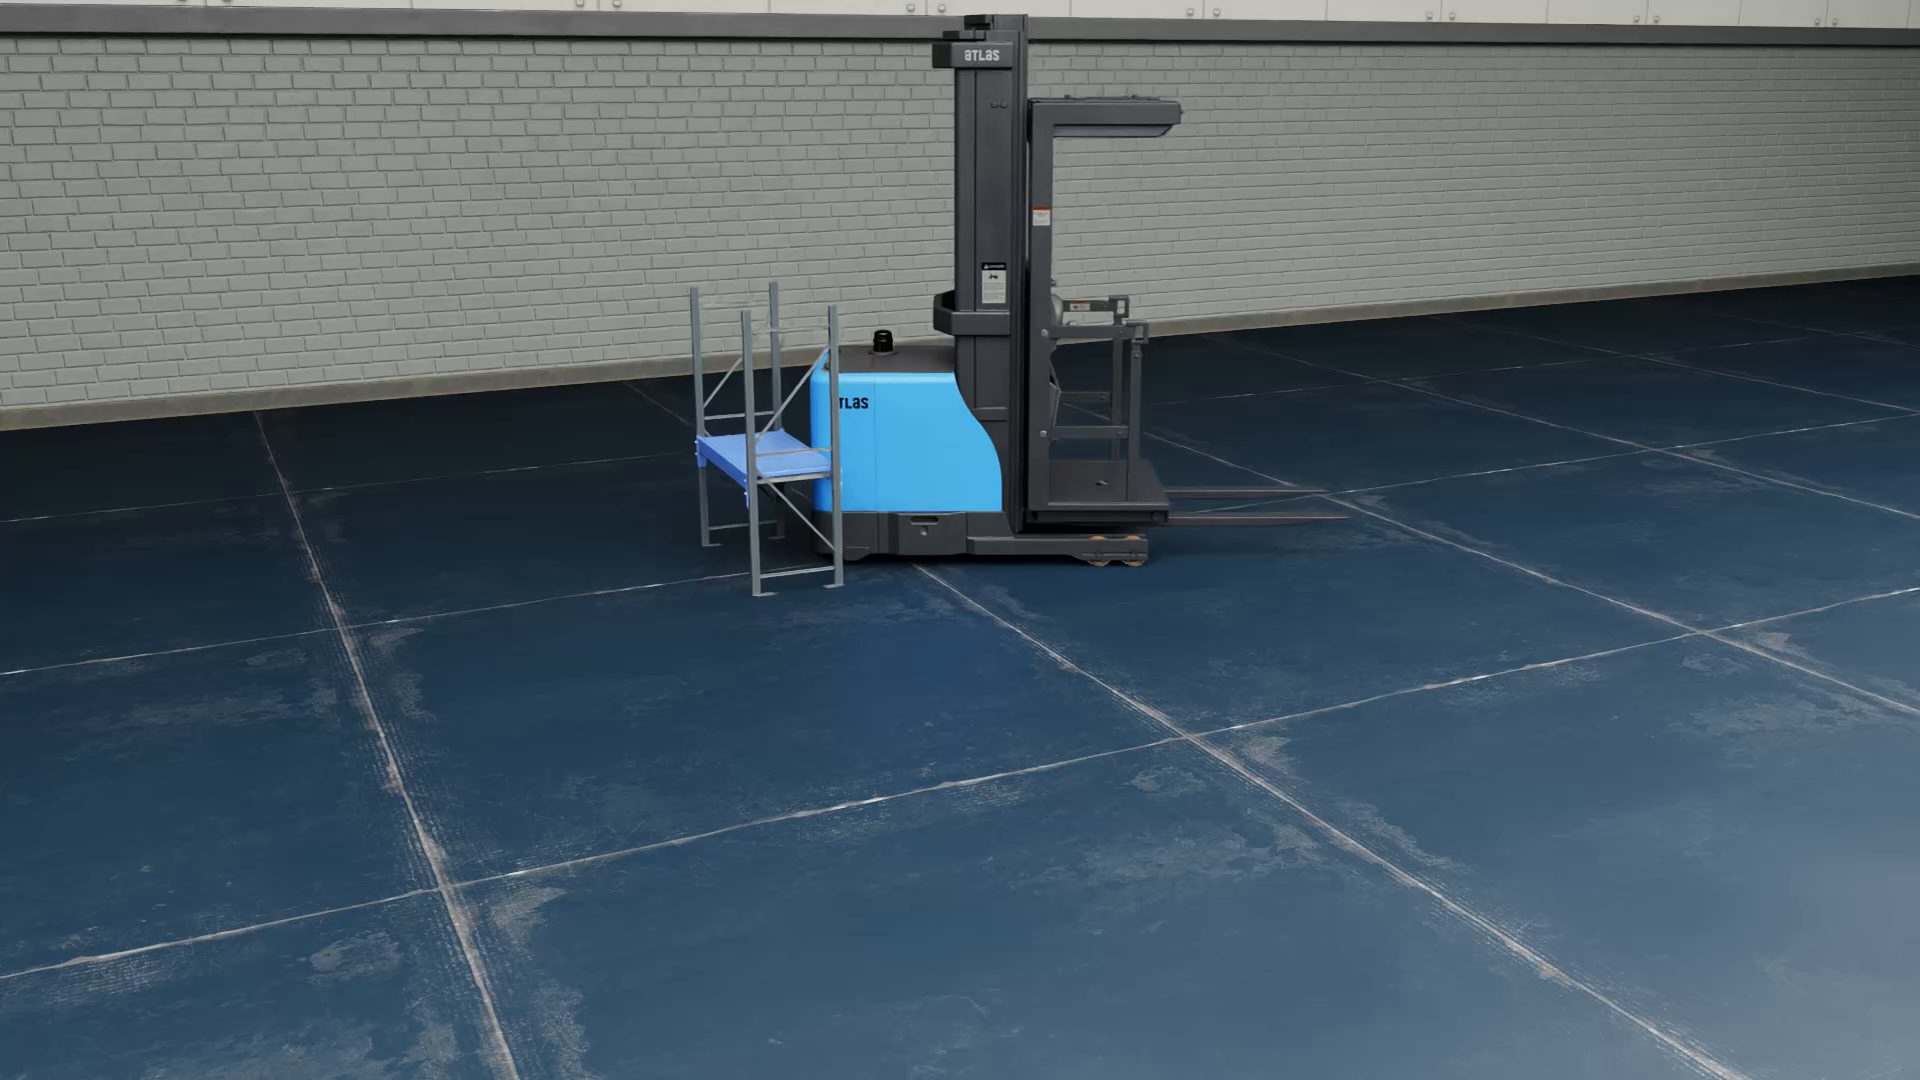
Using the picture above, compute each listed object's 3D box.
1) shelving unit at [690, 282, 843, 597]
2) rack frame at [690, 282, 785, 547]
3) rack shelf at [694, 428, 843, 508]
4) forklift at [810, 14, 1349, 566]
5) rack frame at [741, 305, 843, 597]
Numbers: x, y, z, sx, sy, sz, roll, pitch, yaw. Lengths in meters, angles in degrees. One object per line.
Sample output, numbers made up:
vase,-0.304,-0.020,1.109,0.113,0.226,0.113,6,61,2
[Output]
shelving unit,-1.062,-0.580,9.053,0.538,1.500,1.048,-7,17,-22
rack frame,-1.263,-0.709,9.502,0.500,1.500,0.032,-7,17,-22
rack shelf,-1.062,-0.407,9.103,0.538,0.185,1.000,-7,17,-22
forklift,0.680,-1.410,9.350,3.031,2.935,1.130,0,16,0
rack frame,-0.860,-0.451,8.605,0.500,1.500,0.032,-7,17,-22
